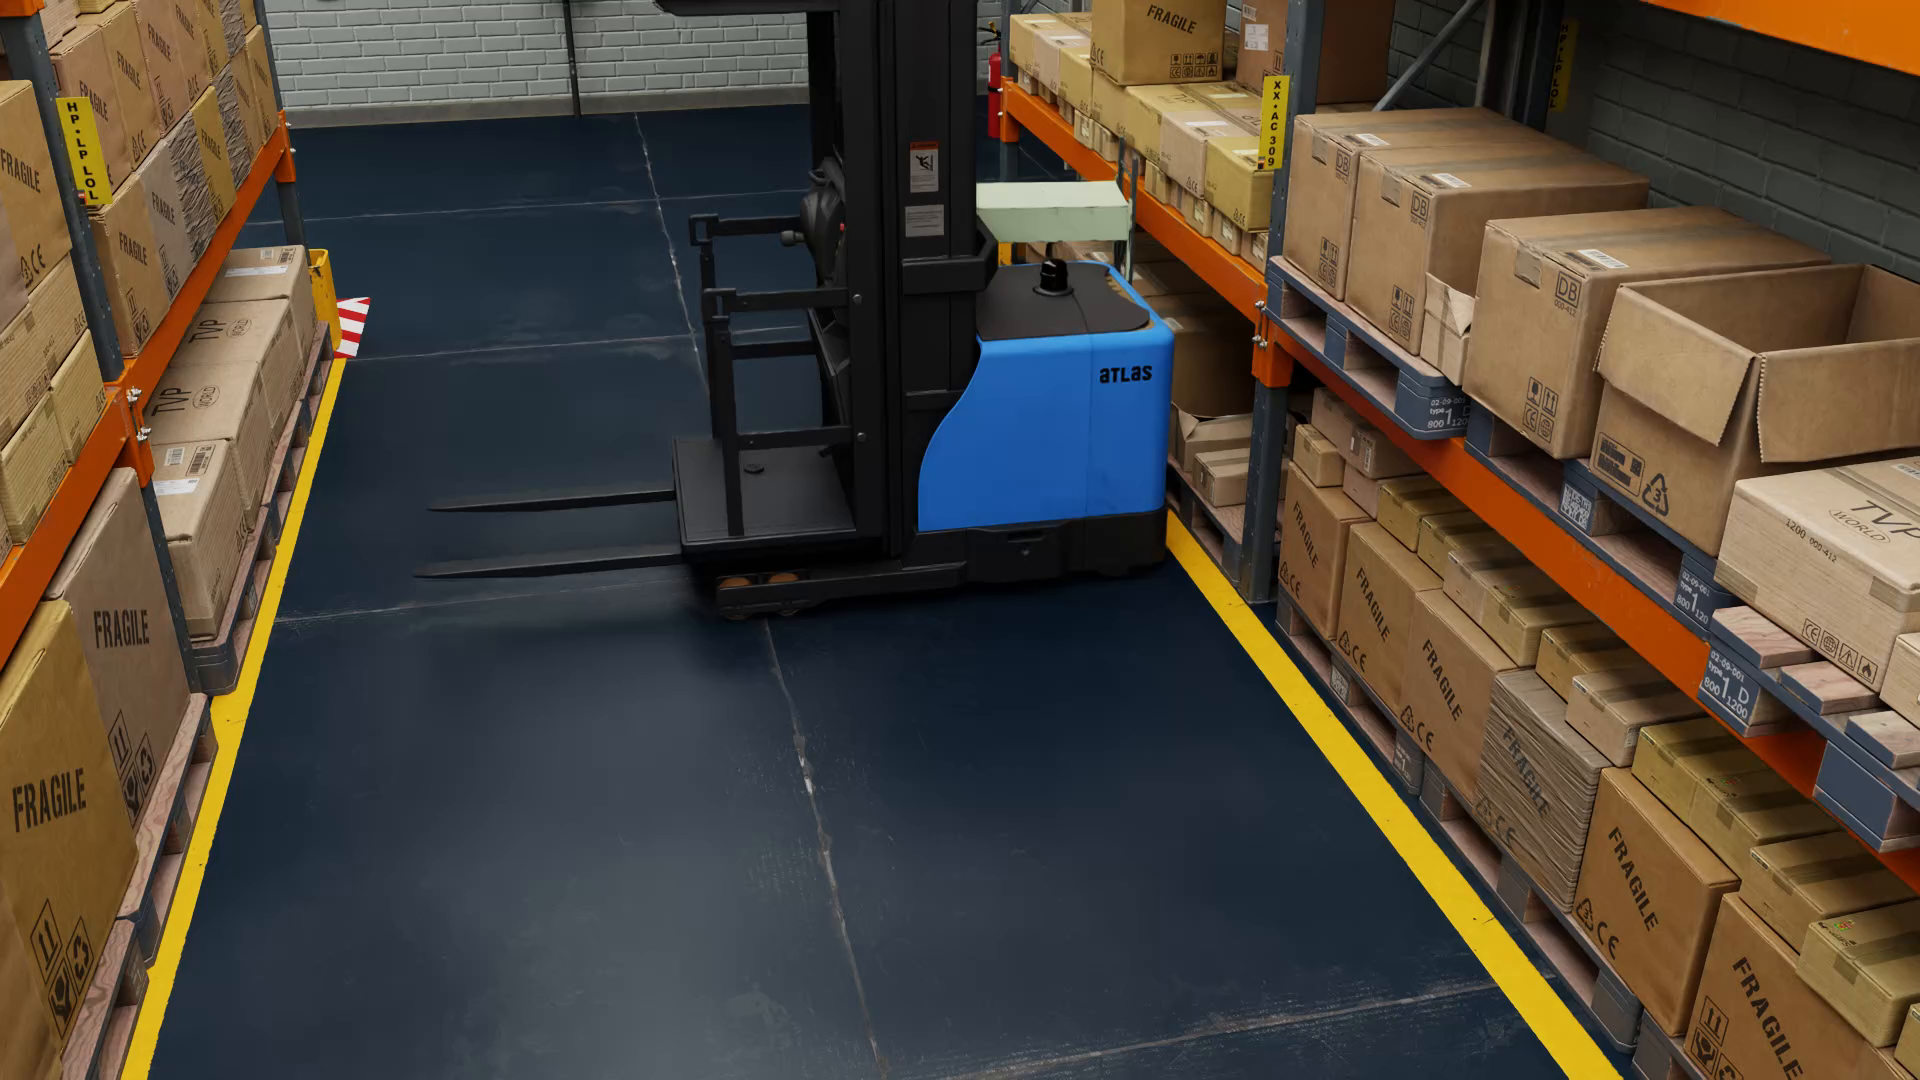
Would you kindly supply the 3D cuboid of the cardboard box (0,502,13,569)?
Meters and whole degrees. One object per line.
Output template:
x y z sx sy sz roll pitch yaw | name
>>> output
-2.641 0.044 4.001 0.500 0.250 0.500 -7 28 -13 | cardboard box

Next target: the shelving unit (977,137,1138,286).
0.380 -1.055 7.670 0.755 1.500 0.431 -2 27 -4 | shelving unit

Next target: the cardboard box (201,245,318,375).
-3.852 -1.162 8.601 0.875 0.438 0.875 -7 28 -13 | cardboard box

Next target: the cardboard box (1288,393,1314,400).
1.622 -0.567 7.742 0.380 0.149 0.250 -6 27 -12 | cardboard box

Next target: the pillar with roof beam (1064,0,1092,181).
-3.187 -6.420 9.982 9.100 9.000 0.400 -6 27 -12 | pillar with roof beam

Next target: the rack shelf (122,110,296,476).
-3.647 -1.199 7.094 1.077 0.370 4.000 -6 27 -12 | rack shelf

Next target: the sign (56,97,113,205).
-2.670 -1.183 5.067 0.100 0.325 0.005 -6 27 -12 | sign

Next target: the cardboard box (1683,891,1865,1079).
2.133 1.152 3.946 0.500 0.500 0.500 -6 27 -12 | cardboard box

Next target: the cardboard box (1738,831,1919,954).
2.074 0.819 3.886 0.380 0.149 0.250 -7 28 -13 | cardboard box

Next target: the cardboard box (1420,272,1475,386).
1.578 -0.626 4.845 0.396 0.266 0.258 -5 27 -9 | cardboard box

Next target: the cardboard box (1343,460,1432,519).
1.598 -0.211 5.926 0.380 0.149 0.250 -7 28 -13 | cardboard box

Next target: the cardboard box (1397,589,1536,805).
1.766 0.468 5.301 0.500 0.500 0.500 -7 28 -13 | cardboard box

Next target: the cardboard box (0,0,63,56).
-3.015 -1.587 5.126 0.380 0.149 0.250 -6 27 -12 | cardboard box

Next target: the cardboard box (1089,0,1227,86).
0.915 -2.419 7.718 0.500 0.500 0.500 -5 27 -10 | cardboard box

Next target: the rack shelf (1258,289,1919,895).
2.089 0.052 4.617 1.077 0.370 4.000 -6 27 -12 | rack shelf

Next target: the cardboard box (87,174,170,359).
-3.047 -0.919 5.631 0.500 0.500 0.500 -5 27 -10 | cardboard box

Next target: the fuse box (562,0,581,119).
-3.312 -4.445 14.158 0.539 1.711 0.414 -6 27 -12 | fuse box

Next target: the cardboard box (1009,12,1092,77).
0.577 -2.743 9.192 0.500 0.250 0.500 -6 27 -11 | cardboard box

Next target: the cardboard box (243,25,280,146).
-3.732 -2.258 8.283 0.500 0.500 0.500 -6 27 -11 | cardboard box

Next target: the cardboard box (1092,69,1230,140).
0.944 -2.077 7.873 0.500 0.250 0.500 -7 28 -13 | cardboard box

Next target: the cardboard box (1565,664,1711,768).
1.910 0.471 4.576 0.380 0.149 0.250 -7 28 -14 | cardboard box

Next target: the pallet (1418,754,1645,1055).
2.137 0.987 5.060 1.003 0.211 1.213 -6 27 -12 | pallet

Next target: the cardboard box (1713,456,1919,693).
1.987 0.058 3.507 0.500 0.250 0.500 -7 28 -14 | cardboard box

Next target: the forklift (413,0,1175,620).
-0.709 -1.249 6.472 3.031 2.935 1.130 -5 27 -10 | forklift

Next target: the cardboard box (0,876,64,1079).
-2.567 1.171 3.492 0.875 0.875 0.875 -6 27 -11 | cardboard box

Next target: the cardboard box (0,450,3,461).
-2.618 -0.184 3.897 0.500 0.250 0.500 -5 27 -10 | cardboard box

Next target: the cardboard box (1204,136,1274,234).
1.286 -1.412 6.555 0.500 0.250 0.500 -5 27 -10 | cardboard box

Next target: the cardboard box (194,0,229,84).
-3.503 -2.258 7.173 0.500 0.500 0.500 -6 27 -12 | cardboard box

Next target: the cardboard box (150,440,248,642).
-3.234 0.028 6.243 0.875 0.438 0.875 -6 27 -12 | cardboard box

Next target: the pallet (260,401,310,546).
-3.570 -0.275 7.562 1.003 0.211 1.213 -6 27 -12 | pallet

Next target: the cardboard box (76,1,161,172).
-3.176 -1.589 5.848 0.500 0.500 0.500 -6 27 -12 | cardboard box

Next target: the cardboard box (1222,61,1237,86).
1.439 -2.121 7.959 0.500 0.250 0.500 -6 27 -12 | cardboard box

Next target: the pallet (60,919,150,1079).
-2.671 1.471 4.102 1.003 0.211 1.213 -6 27 -12 | pallet

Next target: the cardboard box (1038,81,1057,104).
0.646 -2.512 9.177 0.380 0.149 0.250 -5 27 -10 | cardboard box

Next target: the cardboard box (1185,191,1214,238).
1.159 -1.374 6.921 0.380 0.149 0.250 -5 27 -10 | cardboard box

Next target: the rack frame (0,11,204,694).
-3.197 -0.642 5.193 1.000 3.000 0.127 -6 27 -12 | rack frame

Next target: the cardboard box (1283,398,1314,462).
1.720 -0.449 7.328 0.500 0.311 0.500 -5 27 -10 | cardboard box

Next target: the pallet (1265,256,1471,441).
1.712 -0.700 5.521 1.003 0.211 1.213 -6 27 -12 | pallet

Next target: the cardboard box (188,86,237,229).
-3.379 -1.586 6.952 0.500 0.500 0.500 -5 27 -10 | cardboard box

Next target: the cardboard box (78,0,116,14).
-3.183 -1.922 5.788 0.380 0.149 0.250 -6 27 -12 | cardboard box

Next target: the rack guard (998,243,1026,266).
0.754 -1.754 10.171 1.175 0.500 0.348 -6 27 -12 | rack guard

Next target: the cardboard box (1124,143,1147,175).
0.990 -1.829 7.824 0.380 0.149 0.250 -6 27 -12 | cardboard box

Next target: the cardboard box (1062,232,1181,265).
0.937 -1.318 8.840 0.700 0.500 0.500 -5 27 -9 | cardboard box

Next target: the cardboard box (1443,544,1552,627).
1.762 0.133 5.245 0.380 0.149 0.250 -6 27 -12 | cardboard box

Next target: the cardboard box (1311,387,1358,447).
1.519 -0.463 6.097 0.380 0.149 0.250 -6 27 -12 | cardboard box
